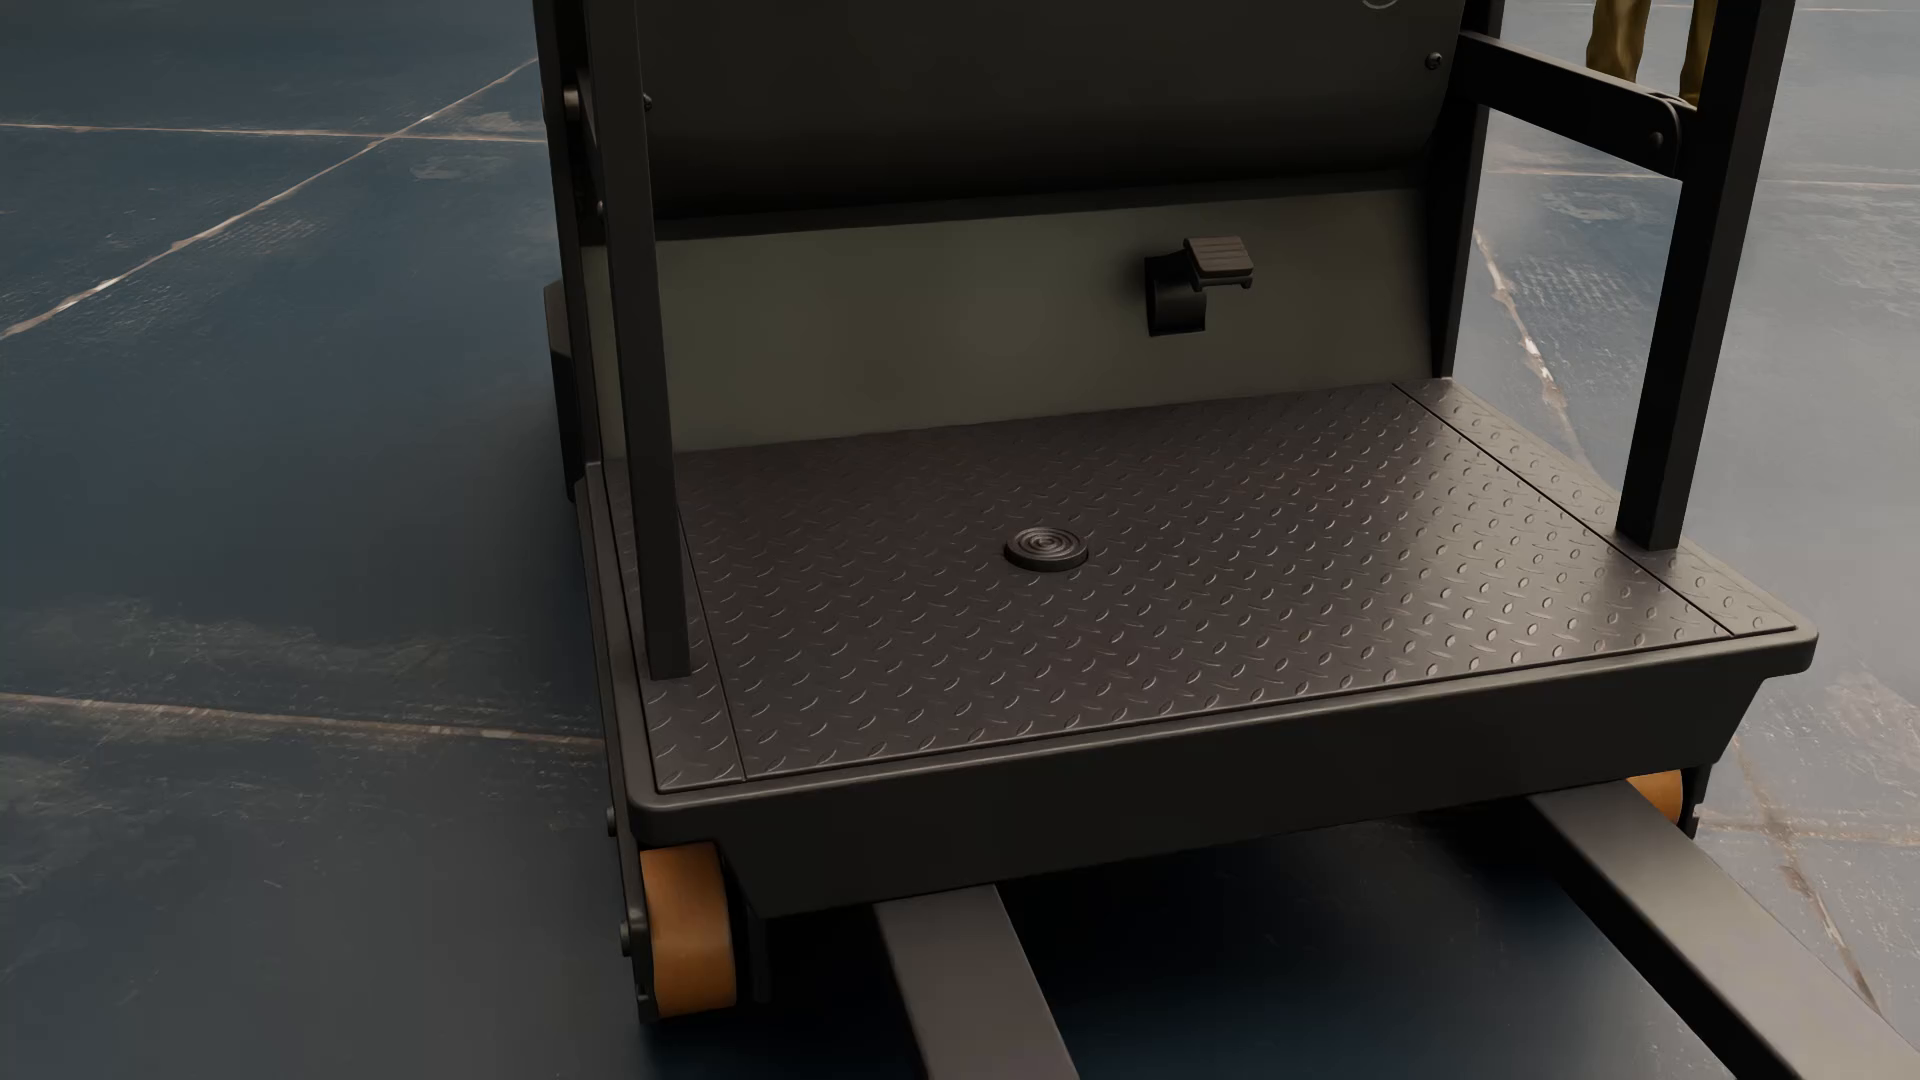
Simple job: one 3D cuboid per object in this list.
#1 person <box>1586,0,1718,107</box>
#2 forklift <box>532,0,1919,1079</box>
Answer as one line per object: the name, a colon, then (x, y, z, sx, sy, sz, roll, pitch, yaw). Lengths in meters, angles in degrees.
person: (2.045, -2.036, 4.596, 0.646, 1.772, 0.436, 17, 31, 31)
forklift: (0.153, -1.049, 1.319, 1.130, 2.935, 3.031, -7, 27, -13)
